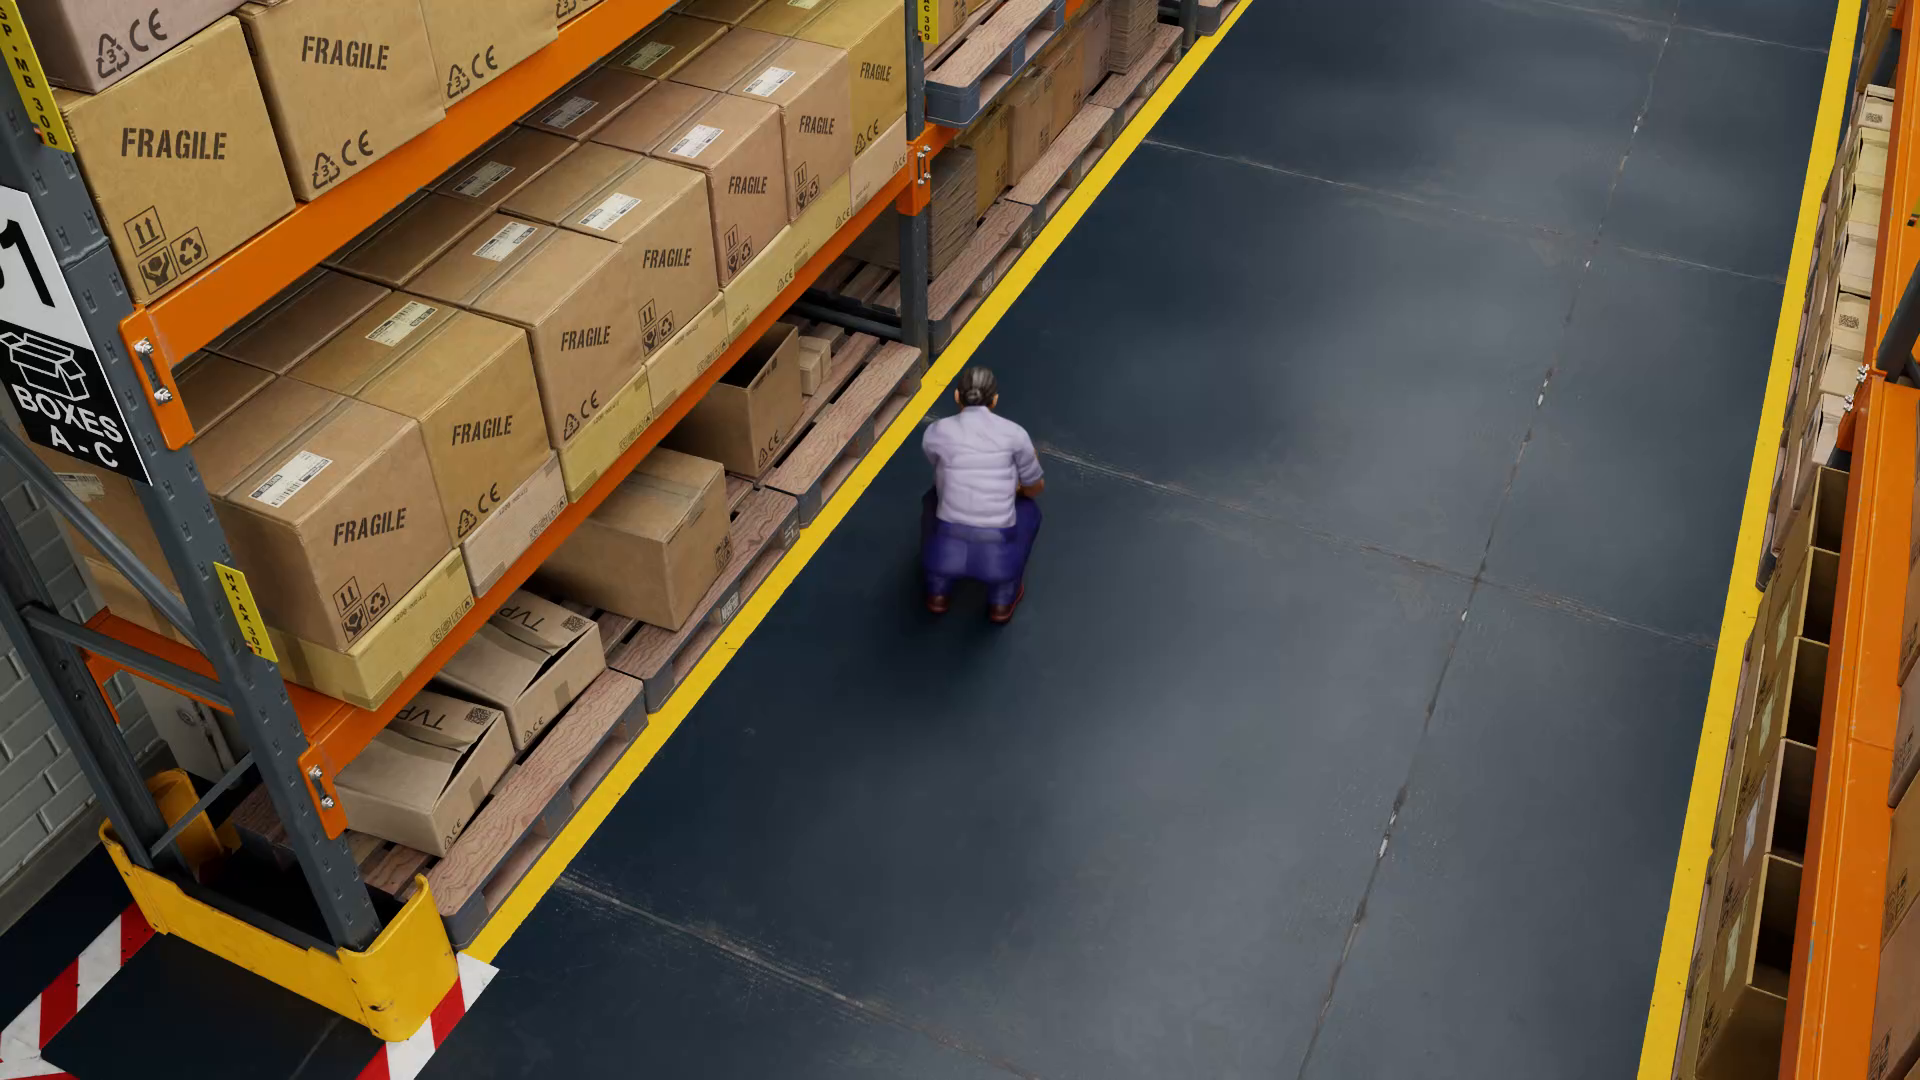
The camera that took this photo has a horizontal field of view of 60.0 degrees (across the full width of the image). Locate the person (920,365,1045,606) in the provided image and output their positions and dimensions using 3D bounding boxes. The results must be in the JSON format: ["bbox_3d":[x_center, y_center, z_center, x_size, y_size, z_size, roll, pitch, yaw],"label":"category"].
[{"bbox_3d":[0.078,-0.208,6.915,0.525,0.894,0.833,7,43,8],"label":"person"}]
